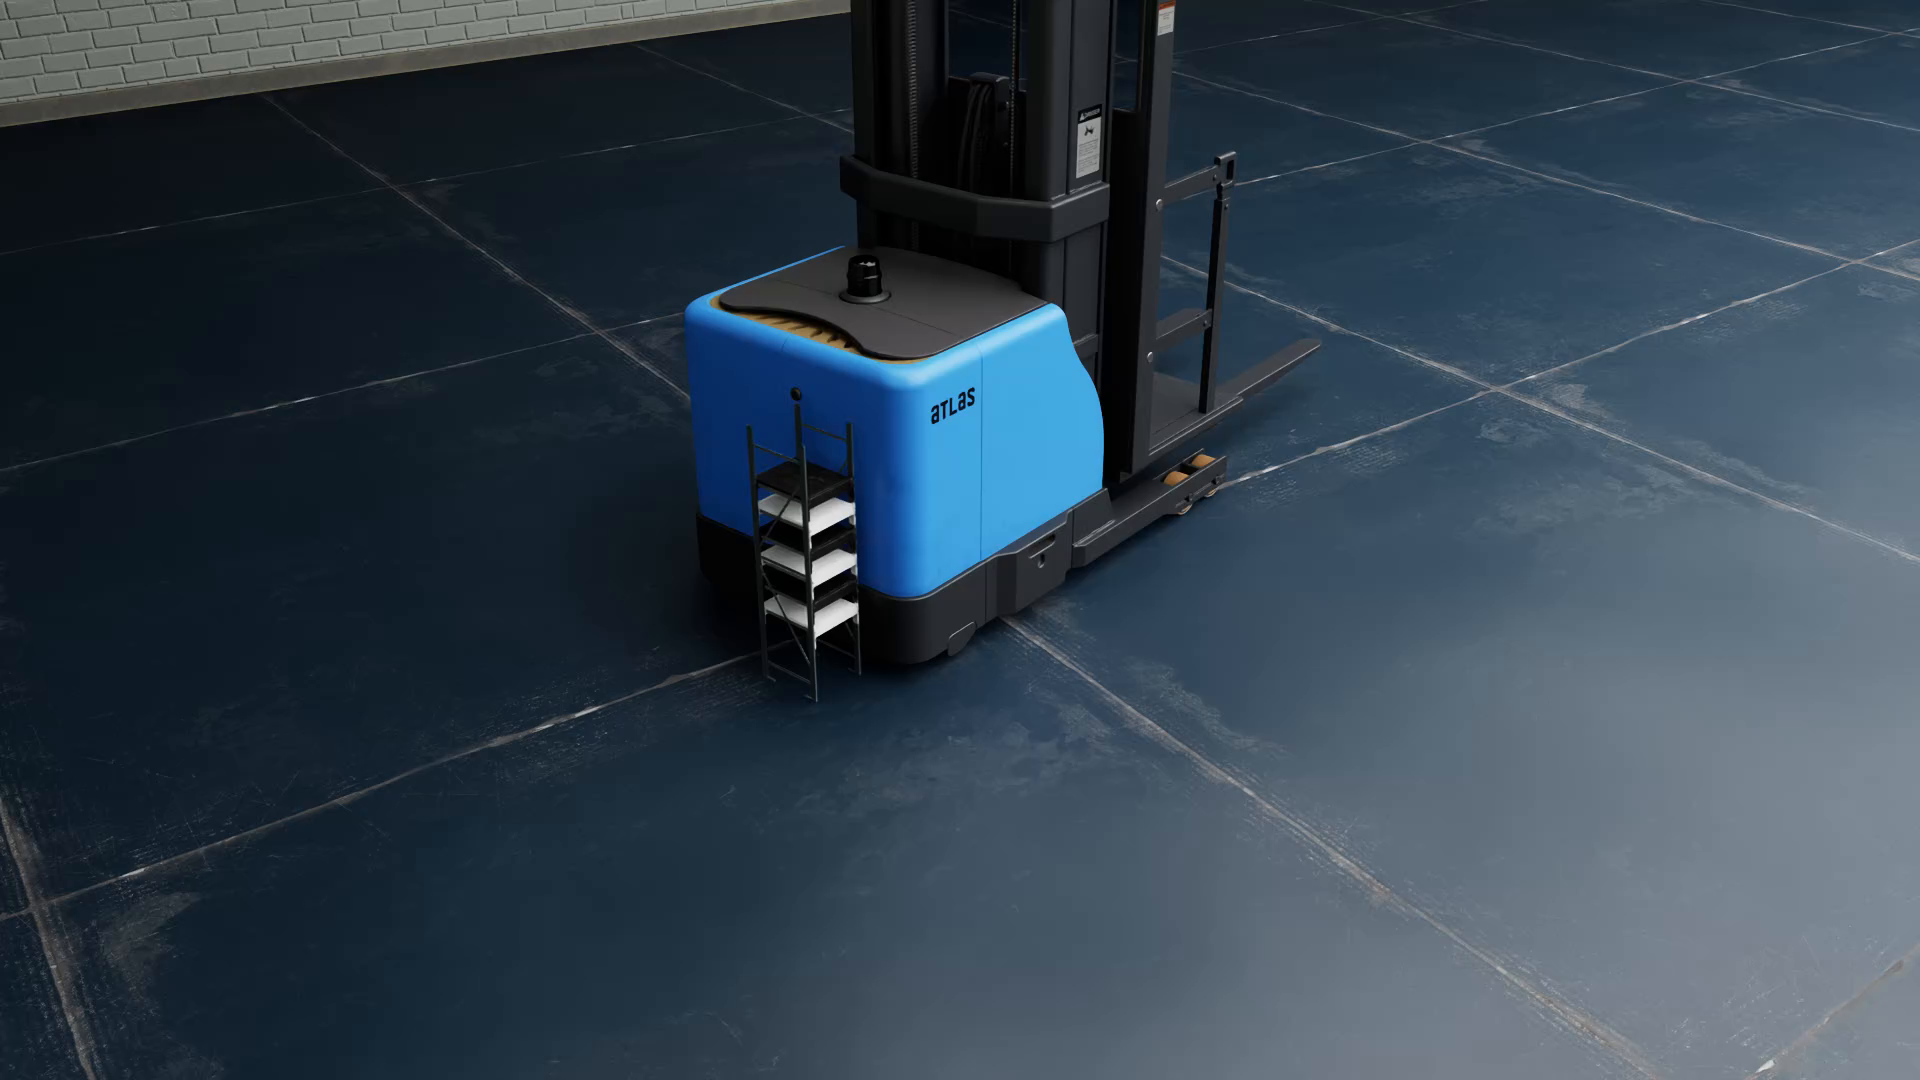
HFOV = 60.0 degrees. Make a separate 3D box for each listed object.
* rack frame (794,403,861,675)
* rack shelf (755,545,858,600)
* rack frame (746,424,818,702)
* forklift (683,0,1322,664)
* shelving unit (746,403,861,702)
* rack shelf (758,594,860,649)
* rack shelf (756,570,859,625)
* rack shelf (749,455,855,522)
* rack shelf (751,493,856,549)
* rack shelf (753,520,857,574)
[{"bbox_3d":[-0.418,0.010,5.289,0.240,0.900,0.006,22,35,34],"label":"rack frame"},{"bbox_3d":[-0.483,0.076,5.236,0.258,0.077,0.200,22,35,34],"label":"rack shelf"},{"bbox_3d":[-0.548,0.084,5.152,0.240,0.900,0.006,22,35,34],"label":"rack frame"},{"bbox_3d":[0.399,-1.520,5.978,1.130,2.935,3.031,21,35,34],"label":"forklift"},{"bbox_3d":[-0.483,0.047,5.220,0.258,0.900,0.210,22,35,34],"label":"shelving unit"},{"bbox_3d":[-0.483,0.235,5.322,0.258,0.077,0.200,22,35,34],"label":"rack shelf"},{"bbox_3d":[-0.483,0.155,5.279,0.258,0.077,0.200,22,35,34],"label":"rack shelf"},{"bbox_3d":[-0.483,-0.161,5.107,0.258,0.077,0.200,22,35,34],"label":"rack shelf"},{"bbox_3d":[-0.483,-0.082,5.150,0.258,0.077,0.200,22,35,34],"label":"rack shelf"},{"bbox_3d":[-0.483,-0.003,5.193,0.258,0.077,0.200,22,35,34],"label":"rack shelf"}]
